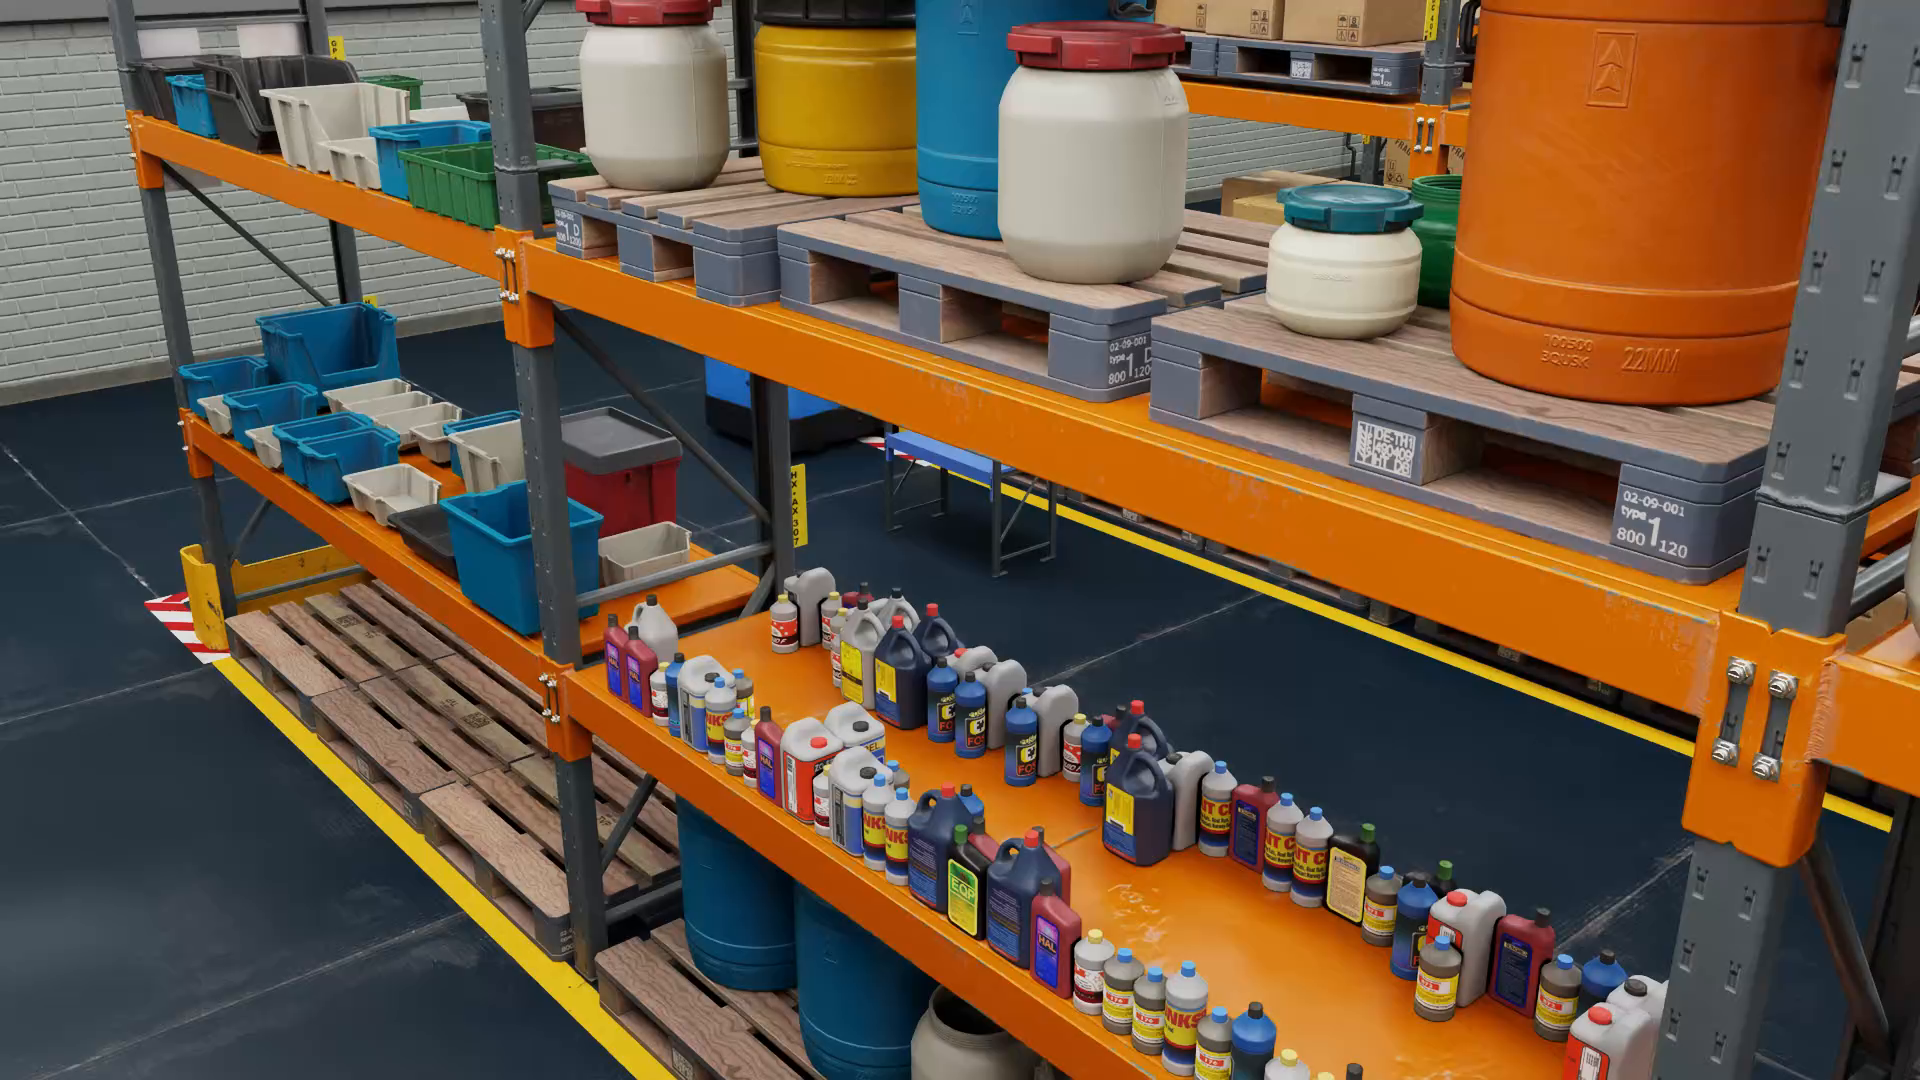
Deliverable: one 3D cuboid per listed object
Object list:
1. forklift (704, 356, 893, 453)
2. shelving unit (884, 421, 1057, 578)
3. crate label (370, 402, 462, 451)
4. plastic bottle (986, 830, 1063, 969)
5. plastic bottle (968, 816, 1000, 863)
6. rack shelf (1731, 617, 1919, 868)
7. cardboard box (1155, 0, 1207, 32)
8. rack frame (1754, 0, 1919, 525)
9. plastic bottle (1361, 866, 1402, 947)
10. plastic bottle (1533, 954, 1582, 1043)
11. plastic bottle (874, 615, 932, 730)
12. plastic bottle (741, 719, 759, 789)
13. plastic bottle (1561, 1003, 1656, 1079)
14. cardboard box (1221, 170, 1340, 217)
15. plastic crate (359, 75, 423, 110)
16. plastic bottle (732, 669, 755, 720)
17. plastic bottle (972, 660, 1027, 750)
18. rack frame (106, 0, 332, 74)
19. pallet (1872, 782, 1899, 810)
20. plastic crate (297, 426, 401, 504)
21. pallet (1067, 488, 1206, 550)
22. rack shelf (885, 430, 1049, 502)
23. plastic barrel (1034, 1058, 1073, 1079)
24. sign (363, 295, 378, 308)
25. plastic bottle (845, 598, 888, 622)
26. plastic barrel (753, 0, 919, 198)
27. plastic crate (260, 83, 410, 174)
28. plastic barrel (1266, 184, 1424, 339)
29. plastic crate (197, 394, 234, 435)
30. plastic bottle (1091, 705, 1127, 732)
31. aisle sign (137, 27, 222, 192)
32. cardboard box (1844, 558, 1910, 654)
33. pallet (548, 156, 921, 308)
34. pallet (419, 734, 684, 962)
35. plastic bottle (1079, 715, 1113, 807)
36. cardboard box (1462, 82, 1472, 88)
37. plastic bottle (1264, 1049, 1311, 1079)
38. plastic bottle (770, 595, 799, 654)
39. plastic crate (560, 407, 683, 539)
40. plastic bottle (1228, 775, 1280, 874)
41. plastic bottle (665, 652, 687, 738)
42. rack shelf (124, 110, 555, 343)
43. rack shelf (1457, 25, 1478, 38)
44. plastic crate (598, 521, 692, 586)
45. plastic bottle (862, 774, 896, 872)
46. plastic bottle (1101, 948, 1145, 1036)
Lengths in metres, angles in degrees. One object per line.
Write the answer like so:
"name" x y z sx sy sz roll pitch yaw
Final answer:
"forklift" -0.530 -2.442 12.701 1.130 2.935 3.031 19 28 40
"shelving unit" 0.056 -0.675 10.150 0.538 1.500 1.048 -17 27 -37
"crate label" -2.607 -0.540 8.028 0.396 0.136 0.243 -17 27 -37
"plastic bottle" 0.162 0.882 4.187 0.144 0.351 0.185 -17 27 -37
"plastic bottle" 0.072 0.865 4.323 0.061 0.283 0.133 -17 27 -37
"rack shelf" 2.873 0.730 1.381 1.077 0.370 4.000 -17 27 -37
"cardboard box" 1.571 -3.260 9.732 0.700 0.500 0.500 -16 26 -35
"rack frame" 1.567 -1.555 2.114 1.000 3.000 0.127 -17 27 -37
"plastic bottle" 1.086 0.932 4.265 0.097 0.201 0.097 0 21 0
"plastic bottle" 1.411 1.069 3.913 0.097 0.201 0.097 0 21 0
"plastic bottle" -0.184 0.418 5.371 0.144 0.351 0.185 -17 27 -37
"plastic bottle" -0.609 0.638 5.014 0.097 0.201 0.097 0 21 0
"plastic bottle" 1.415 1.136 3.640 0.152 0.276 0.135 -17 27 -37
"cardboard box" 1.931 -1.937 10.086 0.500 0.500 0.500 -19 28 -39
"plastic crate" -2.794 -2.065 7.821 0.450 0.188 0.336 -17 27 -37
"plastic bottle" -0.709 0.511 5.339 0.097 0.201 0.097 0 21 0
"plastic bottle" 0.114 0.501 5.262 0.152 0.276 0.135 -17 27 -37
"rack frame" -3.655 -3.765 7.757 1.000 3.000 0.127 -17 27 -37
"pallet" 4.862 1.122 7.329 1.003 0.211 1.213 -17 27 -37
"plastic crate" -2.687 -0.328 7.356 0.416 0.233 0.300 -17 27 -37
"pallet" 1.471 -0.313 10.994 1.003 0.211 1.213 -17 27 -37
"rack shelf" 0.056 -0.507 10.216 0.538 0.185 1.000 -17 27 -37
"plastic barrel" 0.498 1.723 4.703 0.600 0.588 0.708 -17 27 -37
"sign" -3.248 -1.183 9.167 0.100 0.325 0.005 -17 27 -37
"plastic bottle" -0.303 0.324 5.713 0.152 0.276 0.135 -17 27 -37
"plastic barrel" -0.294 -1.342 4.851 0.600 0.588 0.600 0 21 0
"plastic crate" -2.442 -1.627 6.575 0.437 0.282 0.530 -17 27 -37
"plastic barrel" 0.757 -0.550 3.277 0.301 0.262 0.301 0 21 0
"plastic crate" -3.596 -0.622 8.238 0.250 0.136 0.298 -17 27 -37
"plastic bottle" 0.451 0.615 4.962 0.061 0.283 0.133 -17 27 -37
"aisle sign" -3.927 -2.131 8.247 0.394 0.787 0.004 -17 27 -37
"cardboard box" 4.309 0.410 7.662 1.225 0.875 0.875 -17 27 -37
"pallet" -0.458 -0.982 5.023 1.213 0.211 1.003 -17 27 -37
"pallet" -1.553 1.238 7.033 1.003 0.211 1.213 -17 27 -37
"plastic bottle" 0.403 0.644 4.903 0.097 0.271 0.097 0 21 0
"cardboard box" 4.347 -3.629 13.720 0.500 0.500 0.500 -16 27 -36
"plastic bottle" 0.705 1.194 3.594 0.097 0.201 0.097 0 21 0
"plastic bottle" -0.624 0.293 5.895 0.097 0.201 0.097 0 21 0
"plastic crate" -1.436 -0.230 6.789 0.402 0.464 0.583 -17 27 -37
"plastic bottle" 0.810 0.767 4.574 0.061 0.283 0.133 -17 27 -37
"plastic bottle" -0.888 0.488 5.302 0.097 0.271 0.097 0 21 0
"rack shelf" -2.349 -1.481 7.025 1.077 0.370 4.000 -17 27 -37
"rack shelf" 5.227 -3.812 12.978 1.077 0.370 4.000 -17 27 -37
"plastic crate" -1.239 0.066 6.482 0.396 0.136 0.243 -17 27 -37
"plastic bottle" -0.219 0.771 4.580 0.097 0.271 0.097 0 21 0
"plastic bottle" 0.387 1.060 3.938 0.097 0.201 0.097 0 21 0
